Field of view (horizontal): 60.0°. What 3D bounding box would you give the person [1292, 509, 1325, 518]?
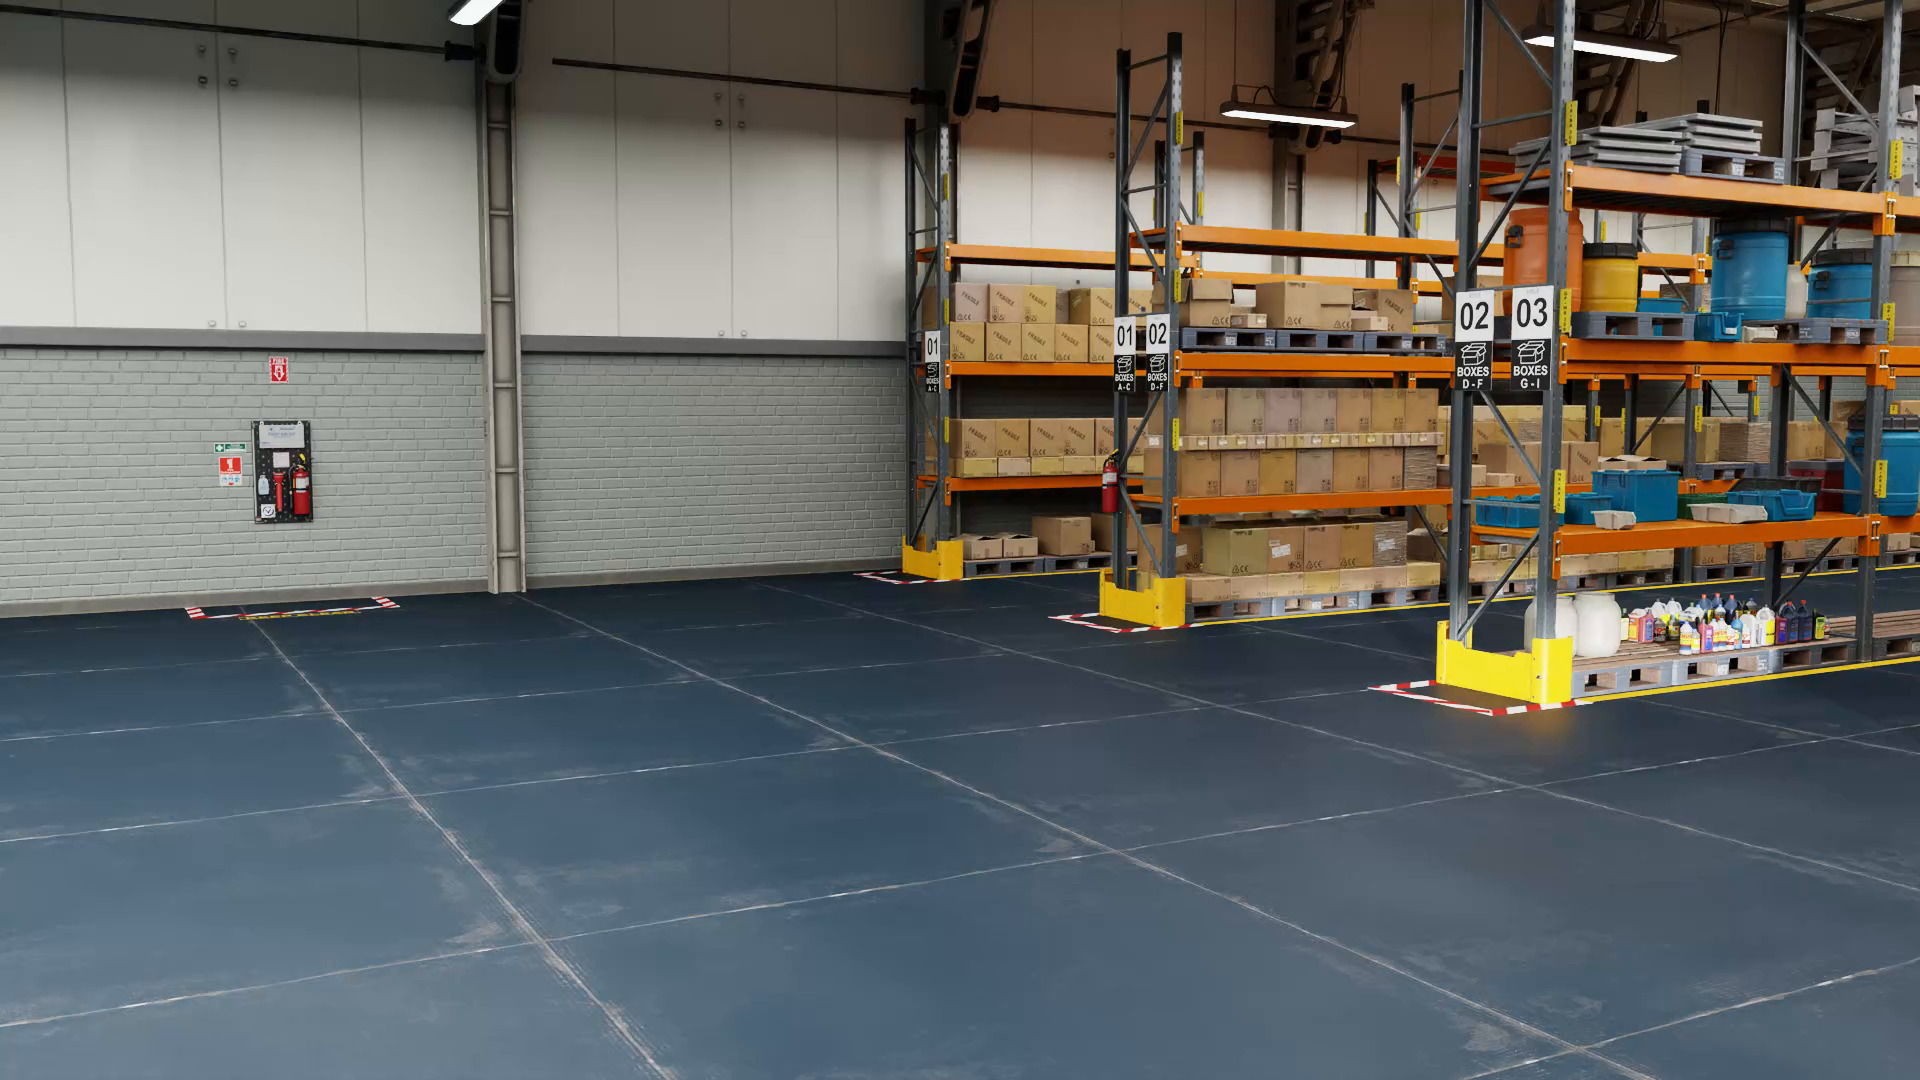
[{"bbox_3d":[4.308,-0.332,20.721,0.650,1.775,0.547,-3,6,-32],"label":"person"}]
